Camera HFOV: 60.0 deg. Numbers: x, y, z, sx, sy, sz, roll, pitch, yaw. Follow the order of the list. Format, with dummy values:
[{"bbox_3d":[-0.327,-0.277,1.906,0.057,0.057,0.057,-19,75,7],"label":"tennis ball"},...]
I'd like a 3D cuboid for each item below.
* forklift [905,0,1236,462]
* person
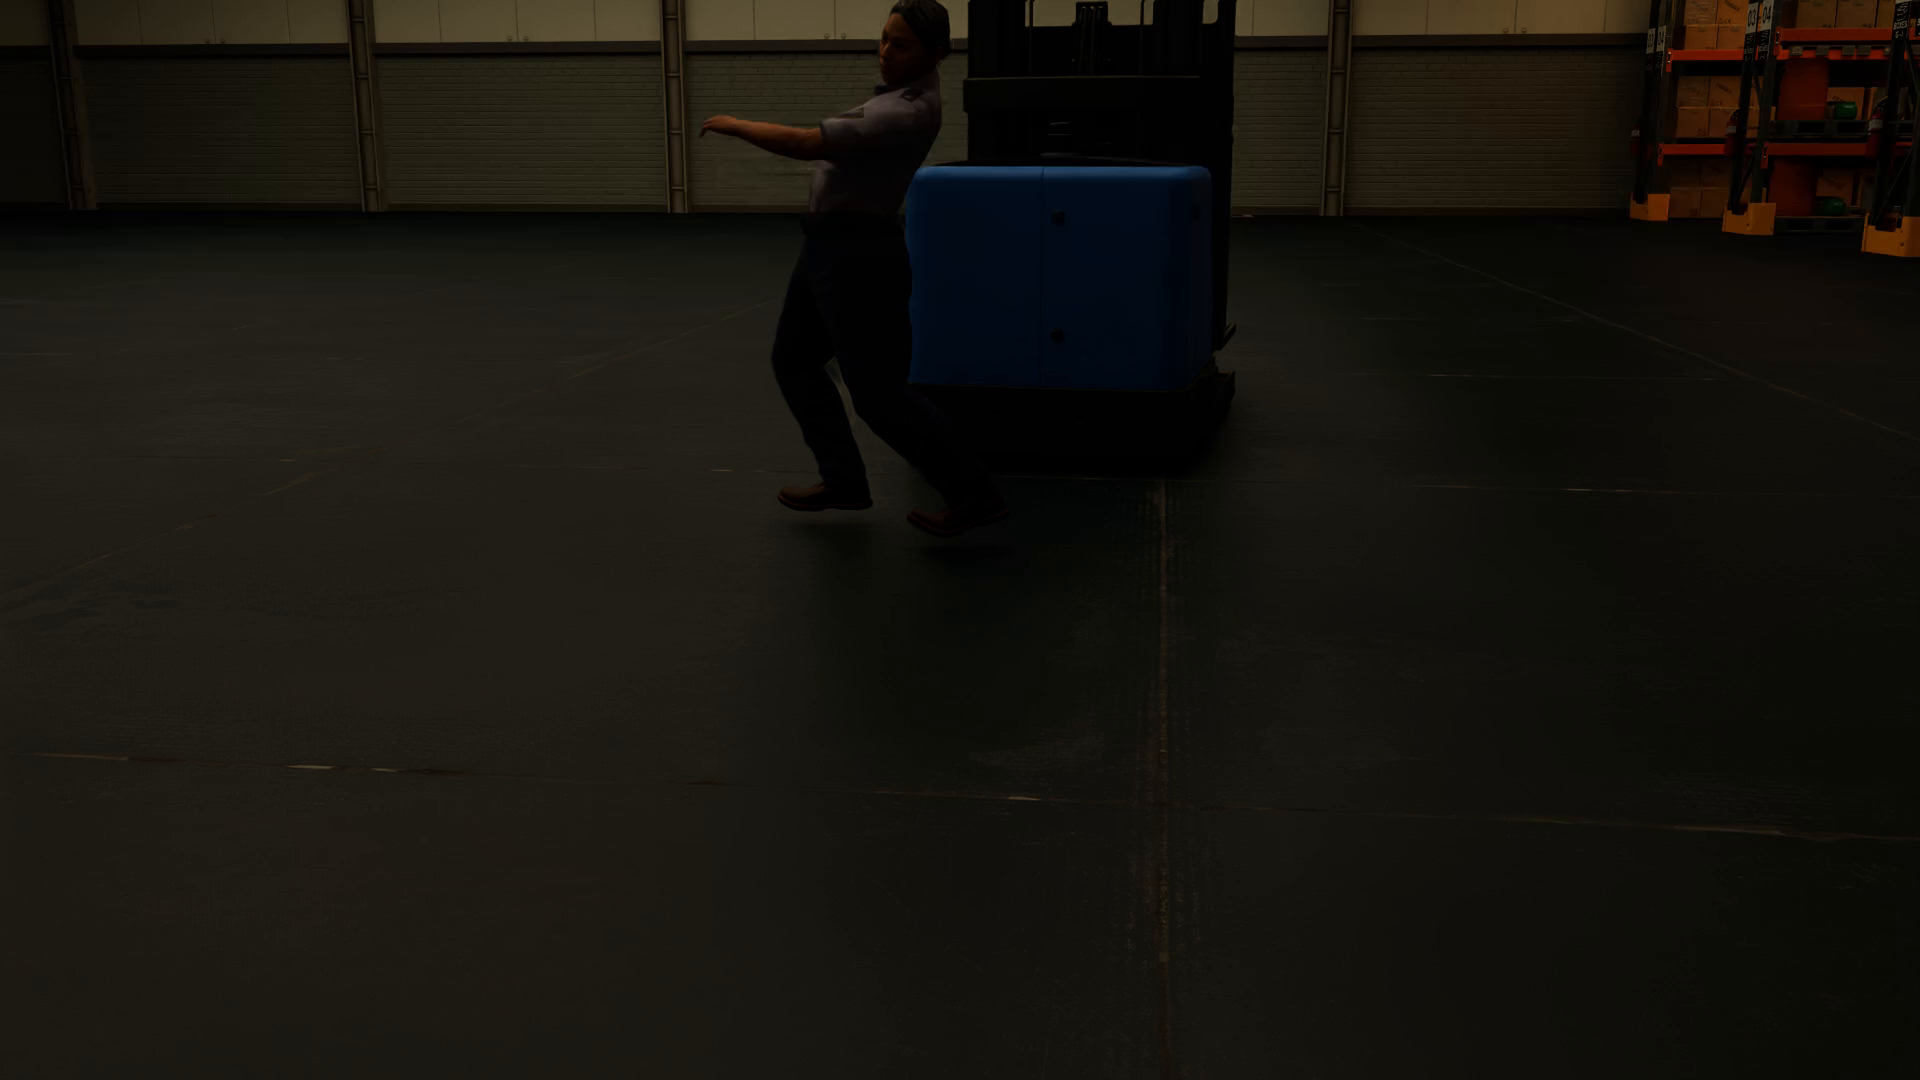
[{"bbox_3d":[0.629,-1.997,7.050,1.130,2.935,3.031,3,14,13],"label":"forklift"},{"bbox_3d":[-0.340,-0.796,4.874,0.817,1.502,0.799,-3,13,-12],"label":"person"}]
